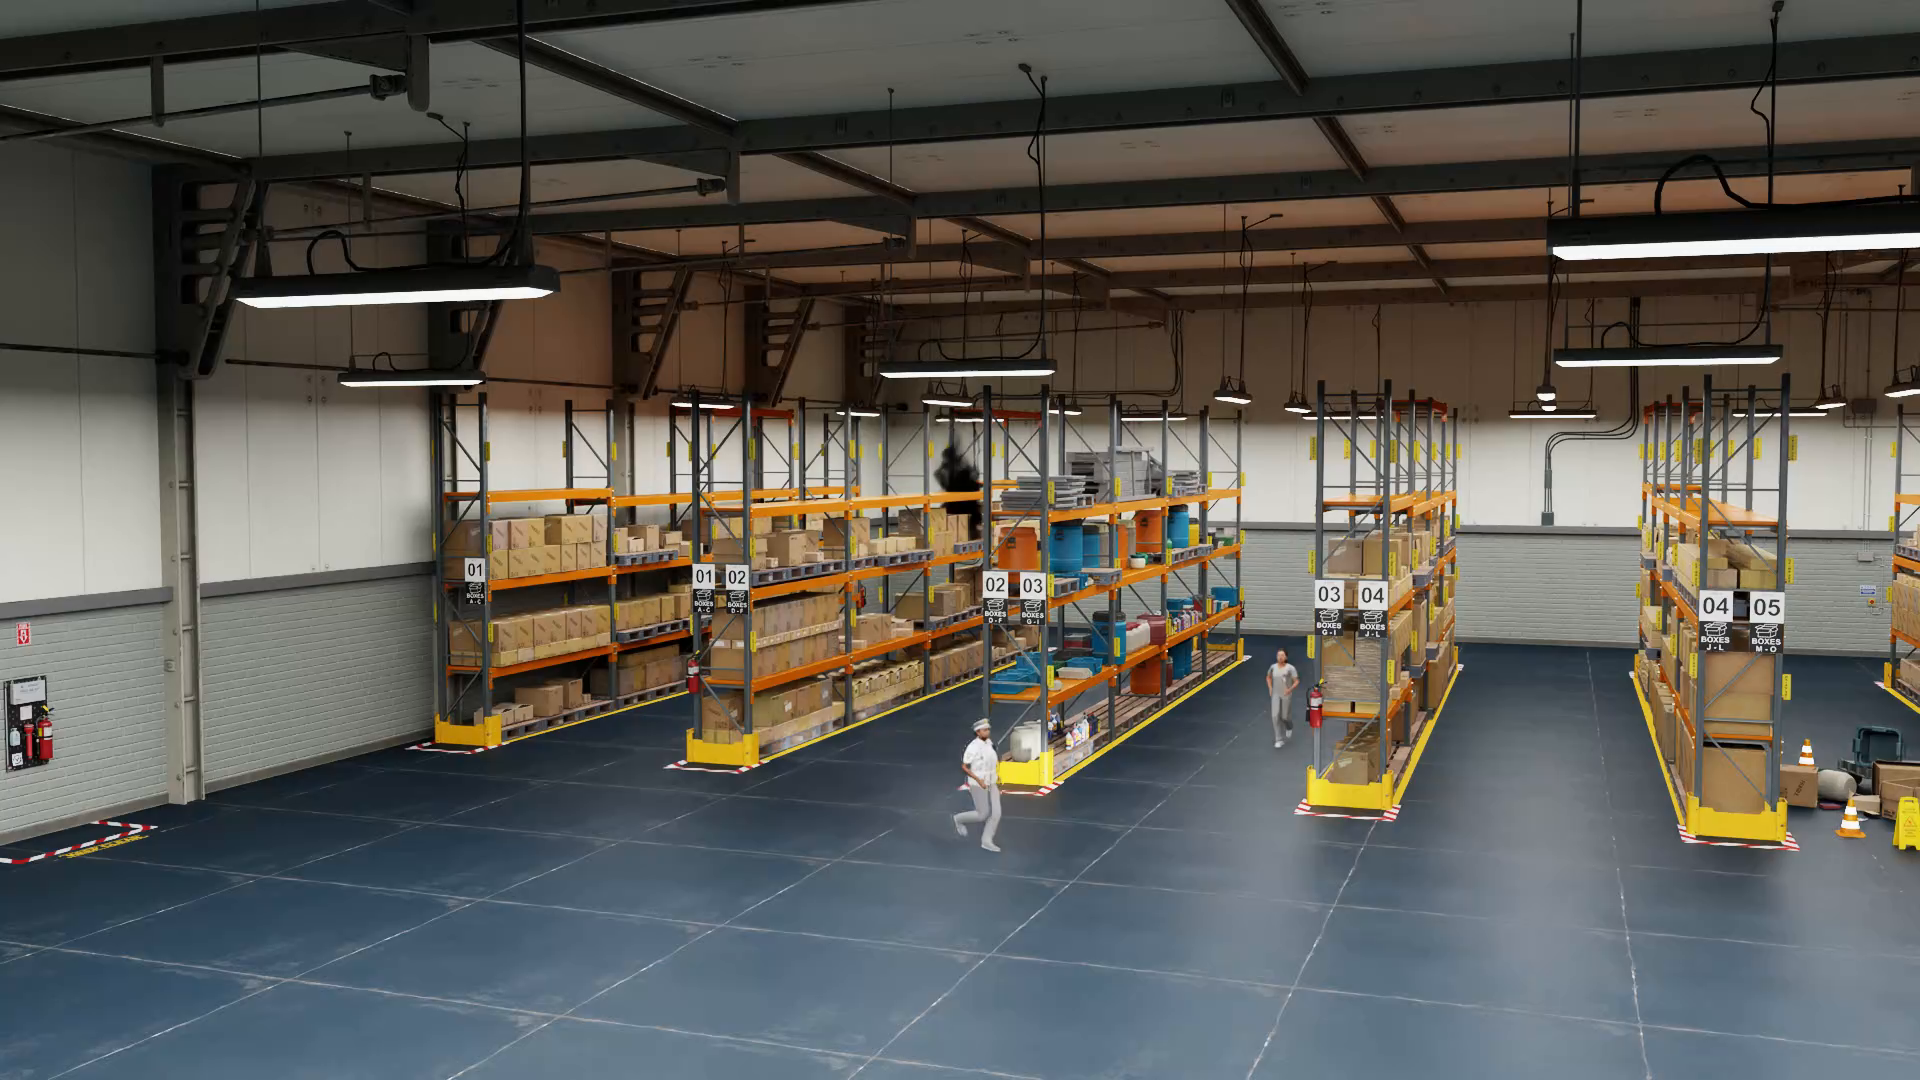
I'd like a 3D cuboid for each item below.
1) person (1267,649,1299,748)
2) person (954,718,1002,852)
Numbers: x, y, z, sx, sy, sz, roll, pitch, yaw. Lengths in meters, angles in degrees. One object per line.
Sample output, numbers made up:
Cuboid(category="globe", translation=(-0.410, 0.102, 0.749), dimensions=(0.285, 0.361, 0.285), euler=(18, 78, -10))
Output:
Cuboid(category="person", translation=(5.493, 2.674, 28.340), dimensions=(0.579, 1.639, 0.790), euler=(1, 3, 24))
Cuboid(category="person", translation=(0.251, 3.065, 20.959), dimensions=(0.672, 1.672, 0.582), euler=(3, 4, 41))
